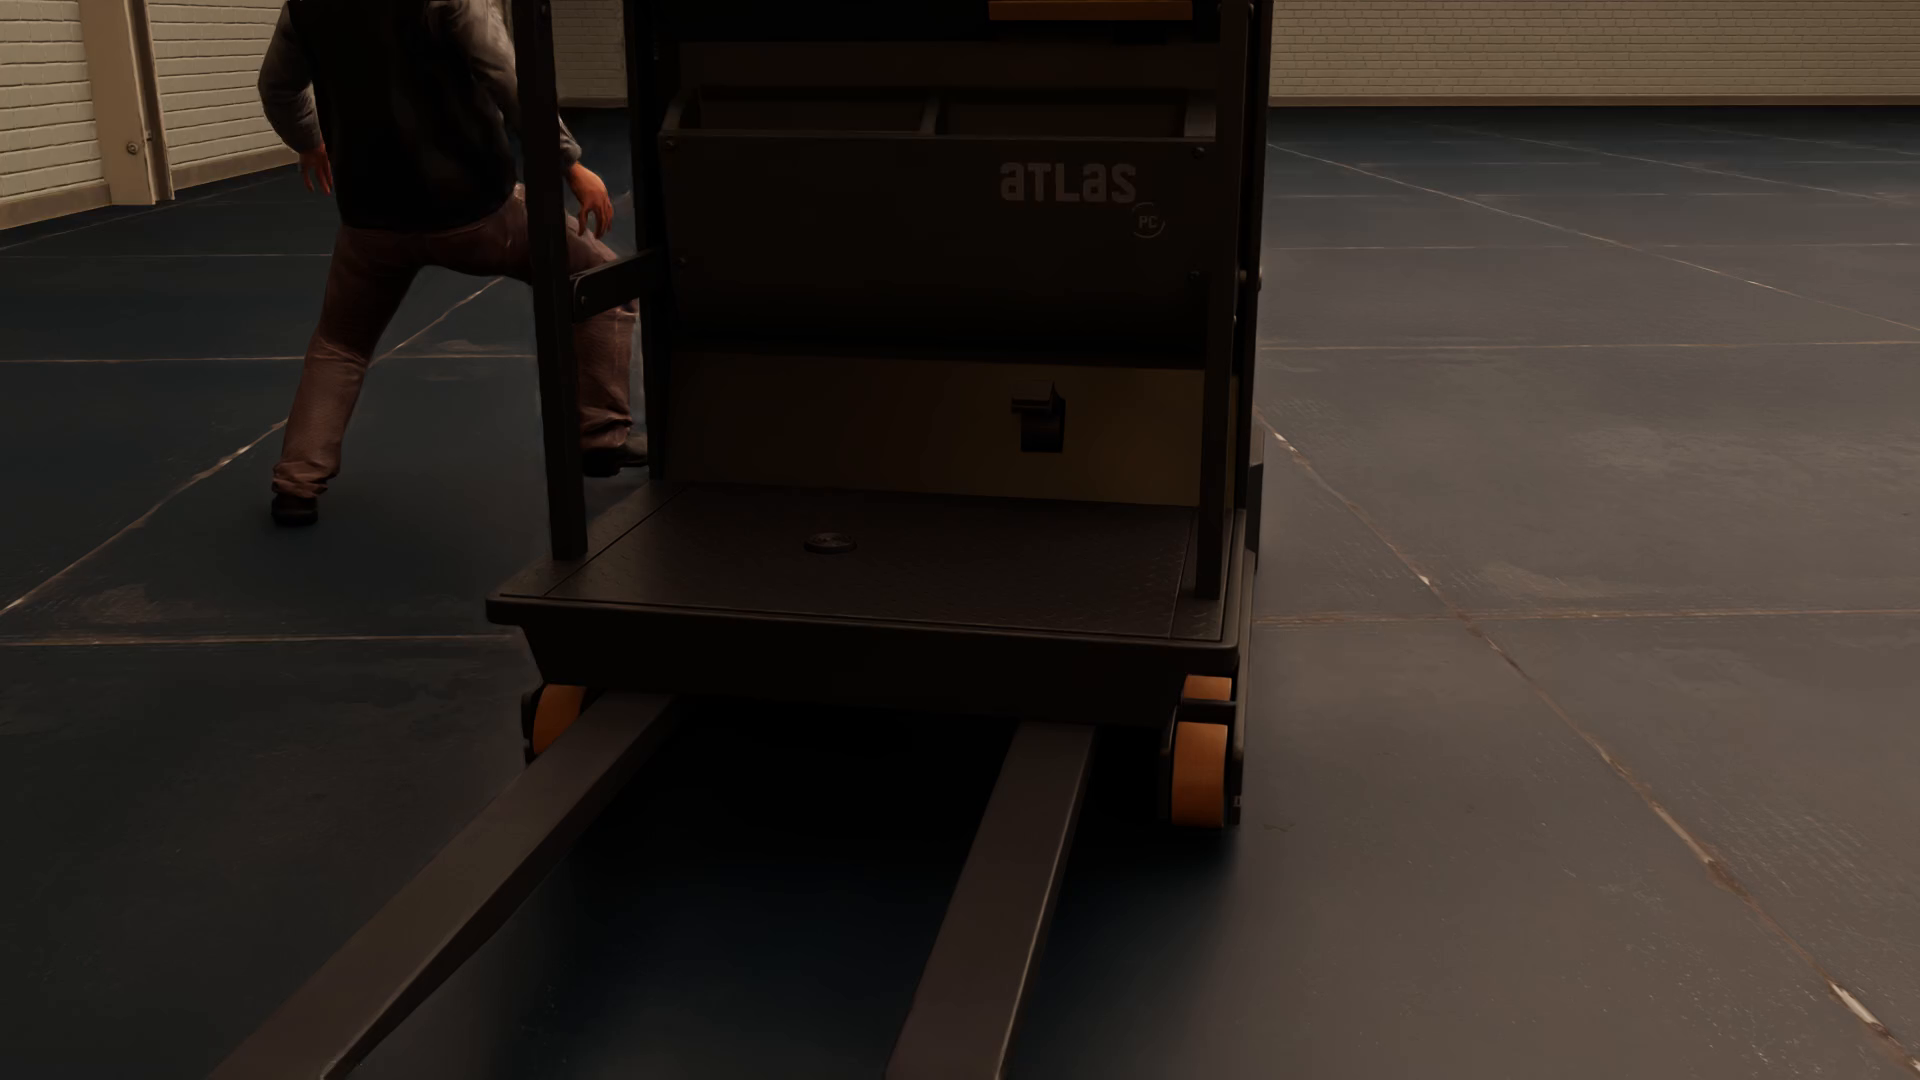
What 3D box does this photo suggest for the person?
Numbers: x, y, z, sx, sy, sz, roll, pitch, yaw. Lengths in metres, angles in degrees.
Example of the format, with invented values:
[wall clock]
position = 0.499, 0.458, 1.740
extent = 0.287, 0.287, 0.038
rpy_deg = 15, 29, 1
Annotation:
[person]
position = -1.324, -0.848, 4.059
extent = 0.939, 1.591, 0.714
rpy_deg = 5, 18, 16

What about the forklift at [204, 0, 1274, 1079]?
[forklift]
position = -0.076, -1.081, 2.440
extent = 1.130, 2.935, 3.031
rpy_deg = 3, 17, 10
